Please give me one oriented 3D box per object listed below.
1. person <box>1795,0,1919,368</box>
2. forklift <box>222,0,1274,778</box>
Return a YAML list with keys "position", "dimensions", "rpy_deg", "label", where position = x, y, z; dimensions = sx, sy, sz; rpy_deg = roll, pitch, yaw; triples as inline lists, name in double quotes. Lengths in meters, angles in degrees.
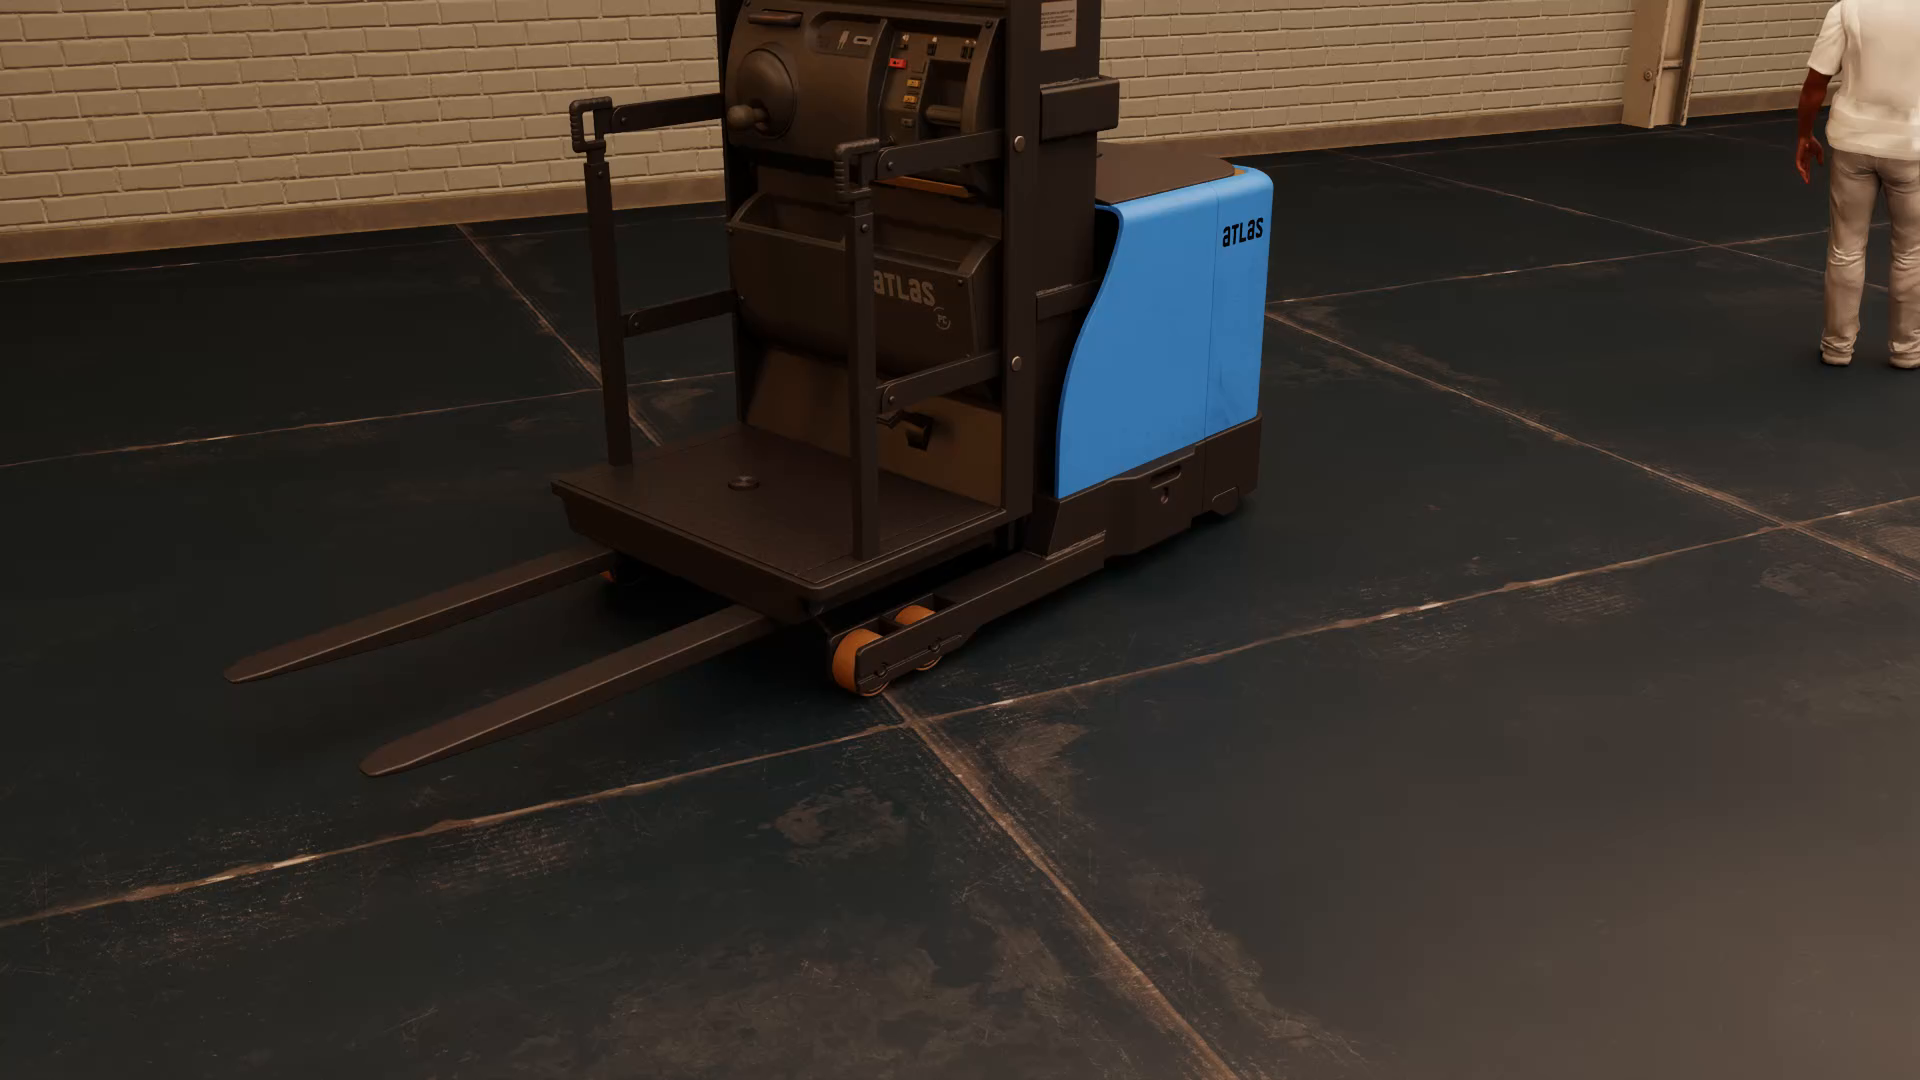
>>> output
- position: [3.668, -1.568, 6.560]
  dimensions: [0.666, 1.765, 0.577]
  rpy_deg: [16, 27, 34]
  label: "person"
- position: [-0.413, -1.182, 4.131]
  dimensions: [1.130, 2.935, 3.031]
  rpy_deg: [19, 29, 39]
  label: "forklift"
